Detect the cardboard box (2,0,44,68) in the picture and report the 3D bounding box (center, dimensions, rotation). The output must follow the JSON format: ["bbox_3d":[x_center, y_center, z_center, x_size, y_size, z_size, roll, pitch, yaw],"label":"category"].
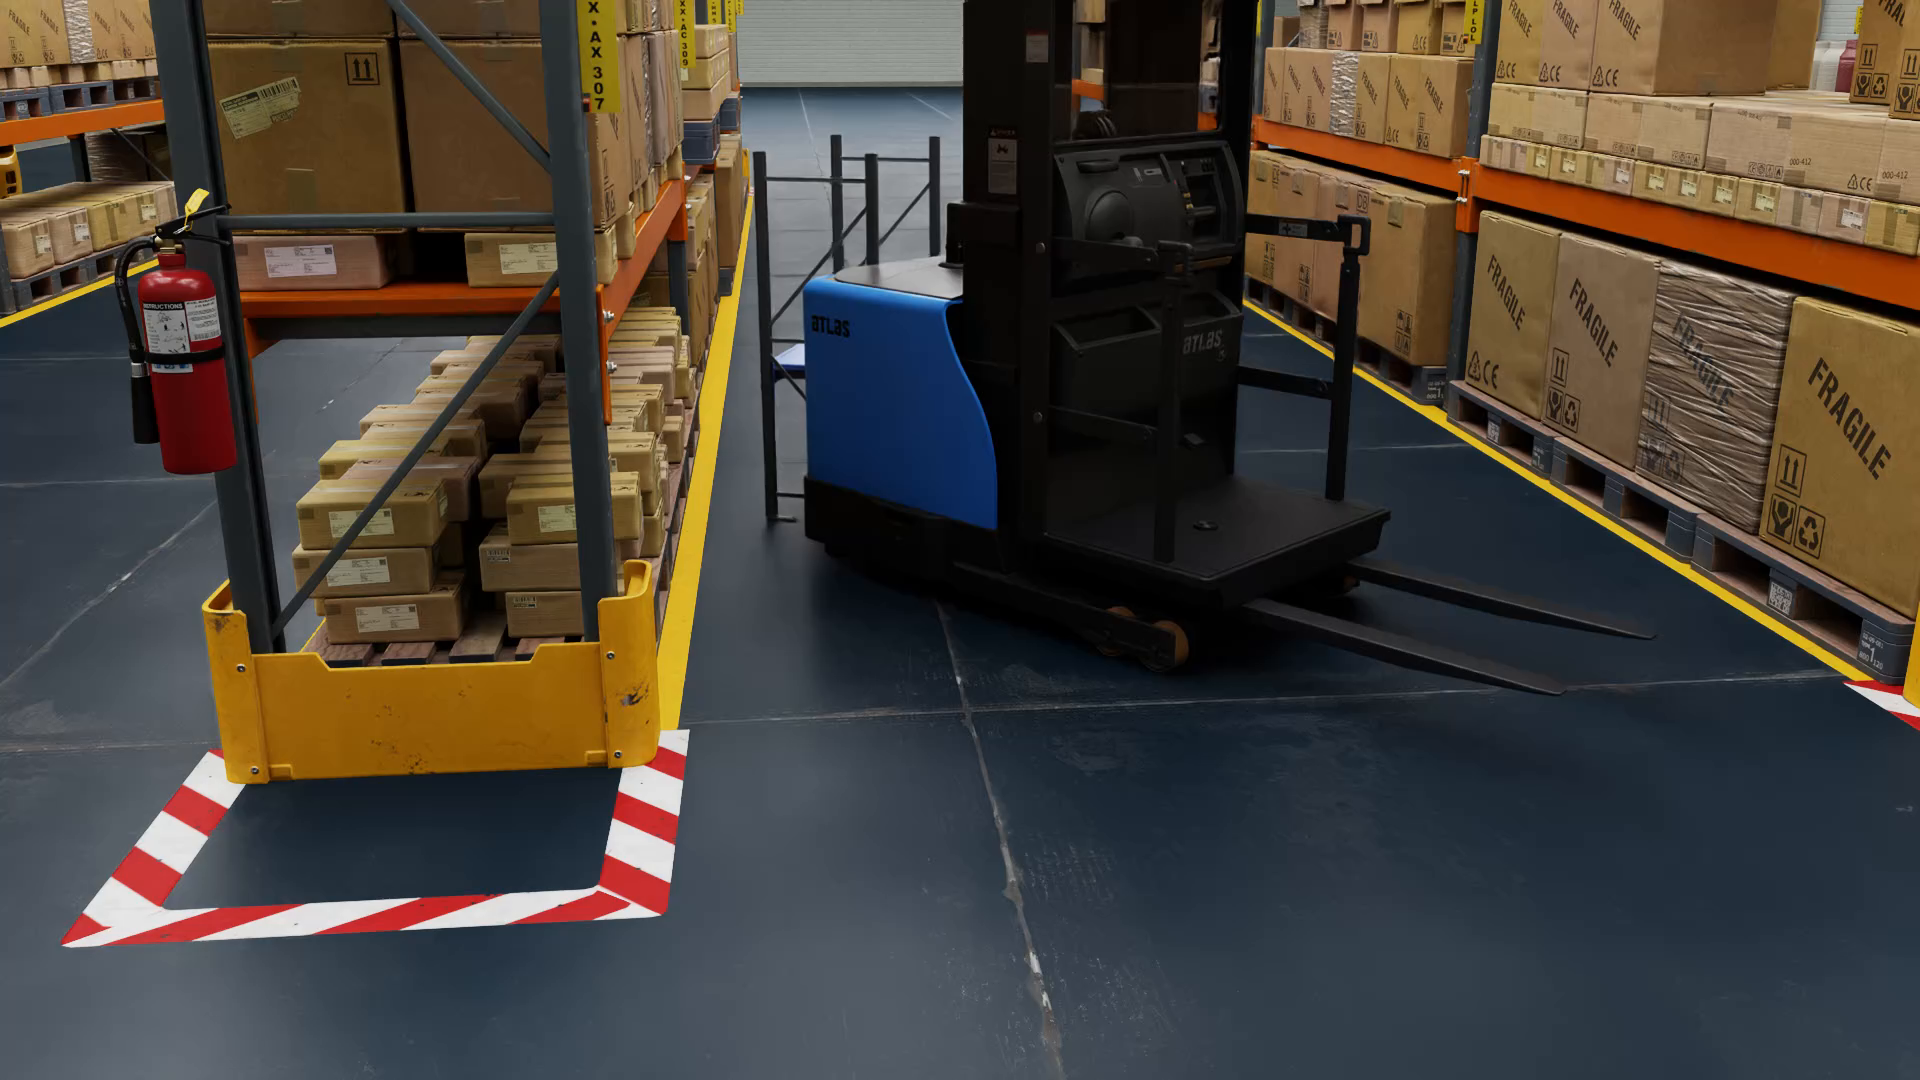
[{"bbox_3d":[-7.065,-3.694,12.072,0.500,0.500,0.500,-1,17,-3],"label":"cardboard box"}]

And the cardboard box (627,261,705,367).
[{"bbox_3d":[-1.674,-1.235,9.076,0.500,0.500,0.500,-1,17,-3],"label":"cardboard box"}]

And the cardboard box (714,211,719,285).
[{"bbox_3d":[-1.947,-2.011,11.546,0.500,0.500,0.500,-2,18,-6],"label":"cardboard box"}]

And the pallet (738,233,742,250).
[{"bbox_3d":[-2.532,-2.825,15.322,1.003,0.211,1.213,-2,18,-6],"label":"pallet"}]

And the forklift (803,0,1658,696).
[{"bbox_3d":[0.799,-1.148,5.441,3.031,2.935,1.130,16,24,42],"label":"forklift"}]

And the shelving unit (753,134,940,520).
[{"bbox_3d":[-0.450,-0.942,7.173,0.538,1.500,1.048,4,18,12],"label":"shelving unit"}]

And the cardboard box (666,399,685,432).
[{"bbox_3d":[-1.447,-0.576,7.564,0.380,0.149,0.250,-2,18,-7],"label":"cardboard box"}]

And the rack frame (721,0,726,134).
[{"bbox_3d":[-2.687,-4.383,15.629,1.000,3.000,0.127,-2,18,-6],"label":"rack frame"}]

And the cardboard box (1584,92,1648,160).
[{"bbox_3d":[2.975,-1.742,6.972,0.500,0.250,0.500,-1,17,-4],"label":"cardboard box"}]

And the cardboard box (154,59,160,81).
[{"bbox_3d":[-7.368,-4.529,15.432,0.500,0.500,0.500,-2,18,-6],"label":"cardboard box"}]

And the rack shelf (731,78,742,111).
[{"bbox_3d":[-2.893,-4.635,17.635,1.077,0.370,4.000,-2,18,-6],"label":"rack shelf"}]

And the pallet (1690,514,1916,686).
[{"bbox_3d":[3.334,0.164,5.802,1.003,0.211,1.213,-2,18,-6],"label":"pallet"}]

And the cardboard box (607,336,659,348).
[{"bbox_3d":[-1.518,-0.797,7.272,0.380,0.149,0.250,-1,17,-4],"label":"cardboard box"}]

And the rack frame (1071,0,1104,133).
[{"bbox_3d":[1.844,-5.698,19.818,1.000,3.000,0.127,-2,18,-6],"label":"rack frame"}]

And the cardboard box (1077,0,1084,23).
[{"bbox_3d":[1.630,-6.192,19.060,0.500,0.500,0.500,-2,18,-6],"label":"cardboard box"}]

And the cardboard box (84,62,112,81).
[{"bbox_3d":[-7.182,-3.831,13.590,0.380,0.149,0.250,-2,18,-6],"label":"cardboard box"}]

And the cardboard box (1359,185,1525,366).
[{"bbox_3d":[2.996,-1.499,9.290,1.225,0.875,0.875,-2,18,-5],"label":"cardboard box"}]

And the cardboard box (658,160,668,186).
[{"bbox_3d":[-1.496,-1.647,7.334,0.380,0.149,0.250,-1,17,-3],"label":"cardboard box"}]

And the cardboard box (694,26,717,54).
[{"bbox_3d":[-1.527,-2.729,9.087,0.380,0.149,0.250,-2,18,-6],"label":"cardboard box"}]

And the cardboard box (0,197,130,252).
[{"bbox_3d":[-7.393,-2.569,13.538,0.950,0.372,0.625,-1,17,-4],"label":"cardboard box"}]

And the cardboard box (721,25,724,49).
[{"bbox_3d":[-1.667,-3.119,10.329,0.380,0.149,0.250,-2,18,-6],"label":"cardboard box"}]

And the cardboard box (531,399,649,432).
[{"bbox_3d":[-1.339,-0.410,6.040,0.380,0.149,0.250,-1,17,-3],"label":"cardboard box"}]

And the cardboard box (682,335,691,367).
[{"bbox_3d":[-1.513,-0.897,8.089,0.380,0.149,0.250,-1,17,-5],"label":"cardboard box"}]

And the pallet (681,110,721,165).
[{"bbox_3d":[-1.796,-2.140,8.806,1.003,0.211,1.213,-2,18,-6],"label":"pallet"}]

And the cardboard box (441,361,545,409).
[{"bbox_3d":[-1.883,-0.623,6.717,0.380,0.149,0.250,-3,18,-8],"label":"cardboard box"}]

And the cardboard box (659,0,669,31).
[{"bbox_3d":[-1.486,-2.380,6.919,0.500,0.500,0.500,-2,18,-7],"label":"cardboard box"}]

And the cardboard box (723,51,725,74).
[{"bbox_3d":[-1.663,-2.974,10.363,0.380,0.149,0.250,-2,18,-6],"label":"cardboard box"}]

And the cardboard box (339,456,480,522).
[{"bbox_3d":[-1.725,-0.158,5.238,0.380,0.149,0.250,-1,17,-5],"label":"cardboard box"}]

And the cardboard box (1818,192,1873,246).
[{"bbox_3d":[3.077,-1.059,5.463,0.380,0.149,0.250,-2,18,-6],"label":"cardboard box"}]

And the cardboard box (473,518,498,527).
[{"bbox_3d":[-1.818,-0.026,5.811,0.380,0.149,0.250,-2,18,-5],"label":"cardboard box"}]

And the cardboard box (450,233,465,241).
[{"bbox_3d":[-1.841,-1.080,5.530,0.380,0.149,0.250,-3,18,-8],"label":"cardboard box"}]

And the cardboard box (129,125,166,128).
[{"bbox_3d":[-8.036,-3.917,16.785,0.500,0.500,0.500,-1,17,-3],"label":"cardboard box"}]

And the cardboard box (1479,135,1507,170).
[{"bbox_3d":[2.782,-1.904,8.154,0.380,0.149,0.250,-2,18,-6],"label":"cardboard box"}]

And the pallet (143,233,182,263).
[{"bbox_3d":[-7.518,-2.637,14.725,1.003,0.211,1.213,-2,18,-6],"label":"pallet"}]

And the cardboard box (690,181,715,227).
[{"bbox_3d":[-1.880,-2.211,10.931,0.500,0.250,0.500,-2,17,-5],"label":"cardboard box"}]

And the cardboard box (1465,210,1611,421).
[{"bbox_3d":[3.071,-1.110,8.051,0.875,0.875,0.875,-2,18,-6],"label":"cardboard box"}]

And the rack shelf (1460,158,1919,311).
[{"bbox_3d":[3.288,-1.183,6.639,1.077,0.370,4.000,-2,18,-6],"label":"rack shelf"}]

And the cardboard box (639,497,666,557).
[{"bbox_3d":[-1.243,-0.042,5.863,0.380,0.149,0.250,-2,17,-5],"label":"cardboard box"}]

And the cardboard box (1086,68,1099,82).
[{"bbox_3d":[1.654,-5.335,19.083,0.380,0.149,0.250,-2,18,-6],"label":"cardboard box"}]

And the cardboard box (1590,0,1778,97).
[{"bbox_3d":[2.979,-2.098,6.854,0.500,0.500,0.500,-2,18,-7],"label":"cardboard box"}]

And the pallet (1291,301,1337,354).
[{"bbox_3d":[2.799,-1.384,10.733,1.003,0.211,1.213,-2,18,-6],"label":"pallet"}]

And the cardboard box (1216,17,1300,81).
[{"bbox_3d":[2.417,-3.885,13.176,0.700,0.500,0.500,1,17,3],"label":"cardboard box"}]

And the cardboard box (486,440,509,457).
[{"bbox_3d":[-1.917,-0.324,6.262,0.380,0.149,0.250,-1,17,-3],"label":"cardboard box"}]

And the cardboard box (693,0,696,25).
[{"bbox_3d":[-2.364,-4.000,12.576,0.700,0.500,0.500,-2,18,-6],"label":"cardboard box"}]

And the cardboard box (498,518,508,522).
[{"bbox_3d":[-1.333,-0.107,5.572,0.380,0.149,0.250,-2,17,-5],"label":"cardboard box"}]

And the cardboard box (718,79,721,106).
[{"bbox_3d":[-1.585,-2.600,9.670,0.380,0.149,0.250,-2,18,-7],"label":"cardboard box"}]

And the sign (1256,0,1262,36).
[{"bbox_3d":[2.131,-3.809,12.002,0.100,0.325,0.005,-2,18,-6],"label":"sign"}]

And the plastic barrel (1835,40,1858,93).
[{"bbox_3d":[7.247,-3.661,13.103,0.600,0.536,0.708,-2,18,-6],"label":"plastic barrel"}]

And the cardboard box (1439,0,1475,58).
[{"bbox_3d":[3.008,-2.839,8.870,0.797,0.503,0.637,-2,18,-7],"label":"cardboard box"}]

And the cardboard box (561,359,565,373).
[{"bbox_3d":[-1.966,-0.719,7.523,0.380,0.149,0.250,-2,18,-6],"label":"cardboard box"}]

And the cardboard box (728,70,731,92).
[{"bbox_3d":[-1.766,-3.139,11.385,0.380,0.149,0.250,-1,17,-5],"label":"cardboard box"}]
